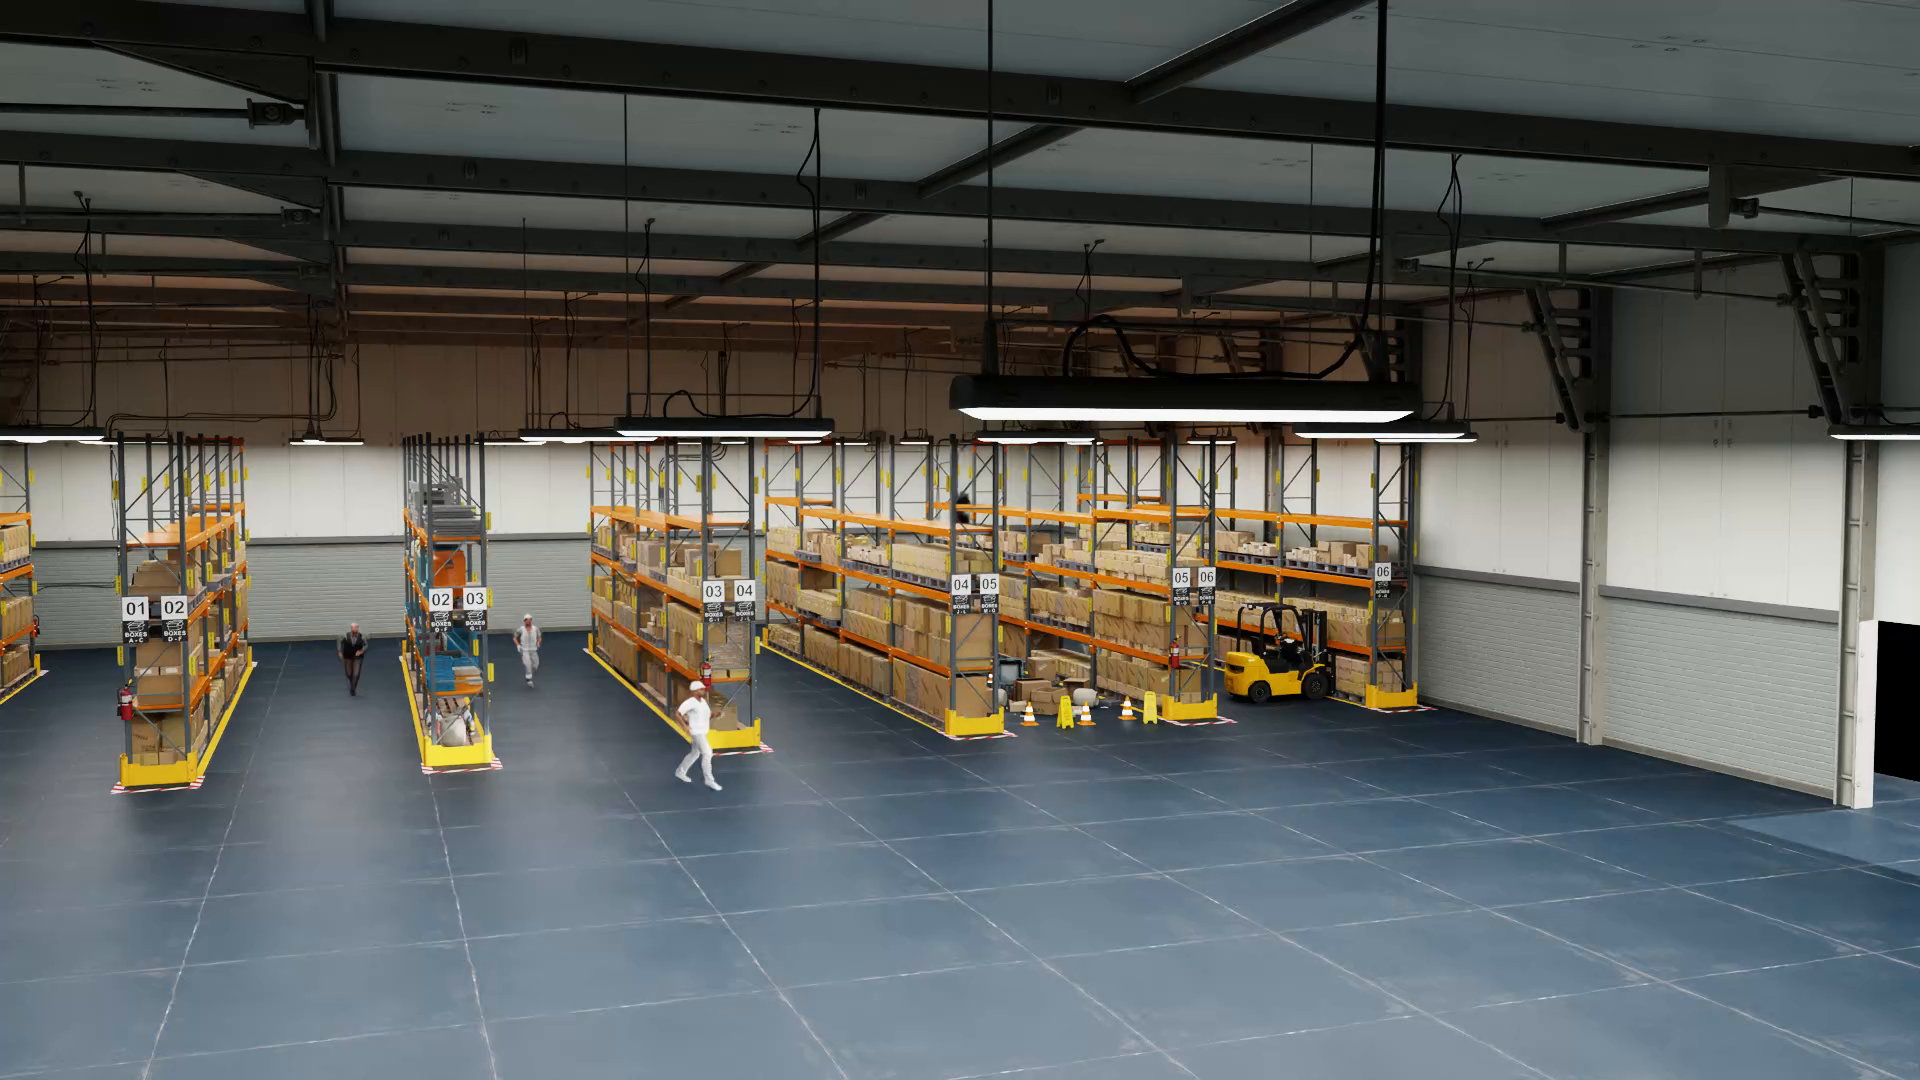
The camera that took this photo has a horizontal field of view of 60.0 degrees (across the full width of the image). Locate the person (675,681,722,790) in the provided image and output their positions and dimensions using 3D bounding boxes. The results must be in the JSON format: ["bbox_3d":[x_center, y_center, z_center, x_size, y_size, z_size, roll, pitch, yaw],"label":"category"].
[{"bbox_3d":[-4.405,3.270,27.970,0.884,1.804,0.686,1,3,11],"label":"person"}]

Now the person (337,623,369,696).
[{"bbox_3d":[-14.084,2.802,38.591,0.694,1.606,0.679,-1,3,-18],"label":"person"}]

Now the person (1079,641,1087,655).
[{"bbox_3d":[3.301,2.399,44.800,0.579,1.730,0.713,-1,3,-24],"label":"person"}]

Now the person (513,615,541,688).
[{"bbox_3d":[-10.316,2.647,39.728,0.651,1.747,0.692,-2,4,-28],"label":"person"}]

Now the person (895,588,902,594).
[{"bbox_3d":[-1.969,2.057,50.737,0.624,1.731,0.660,-2,4,-28],"label":"person"}]
